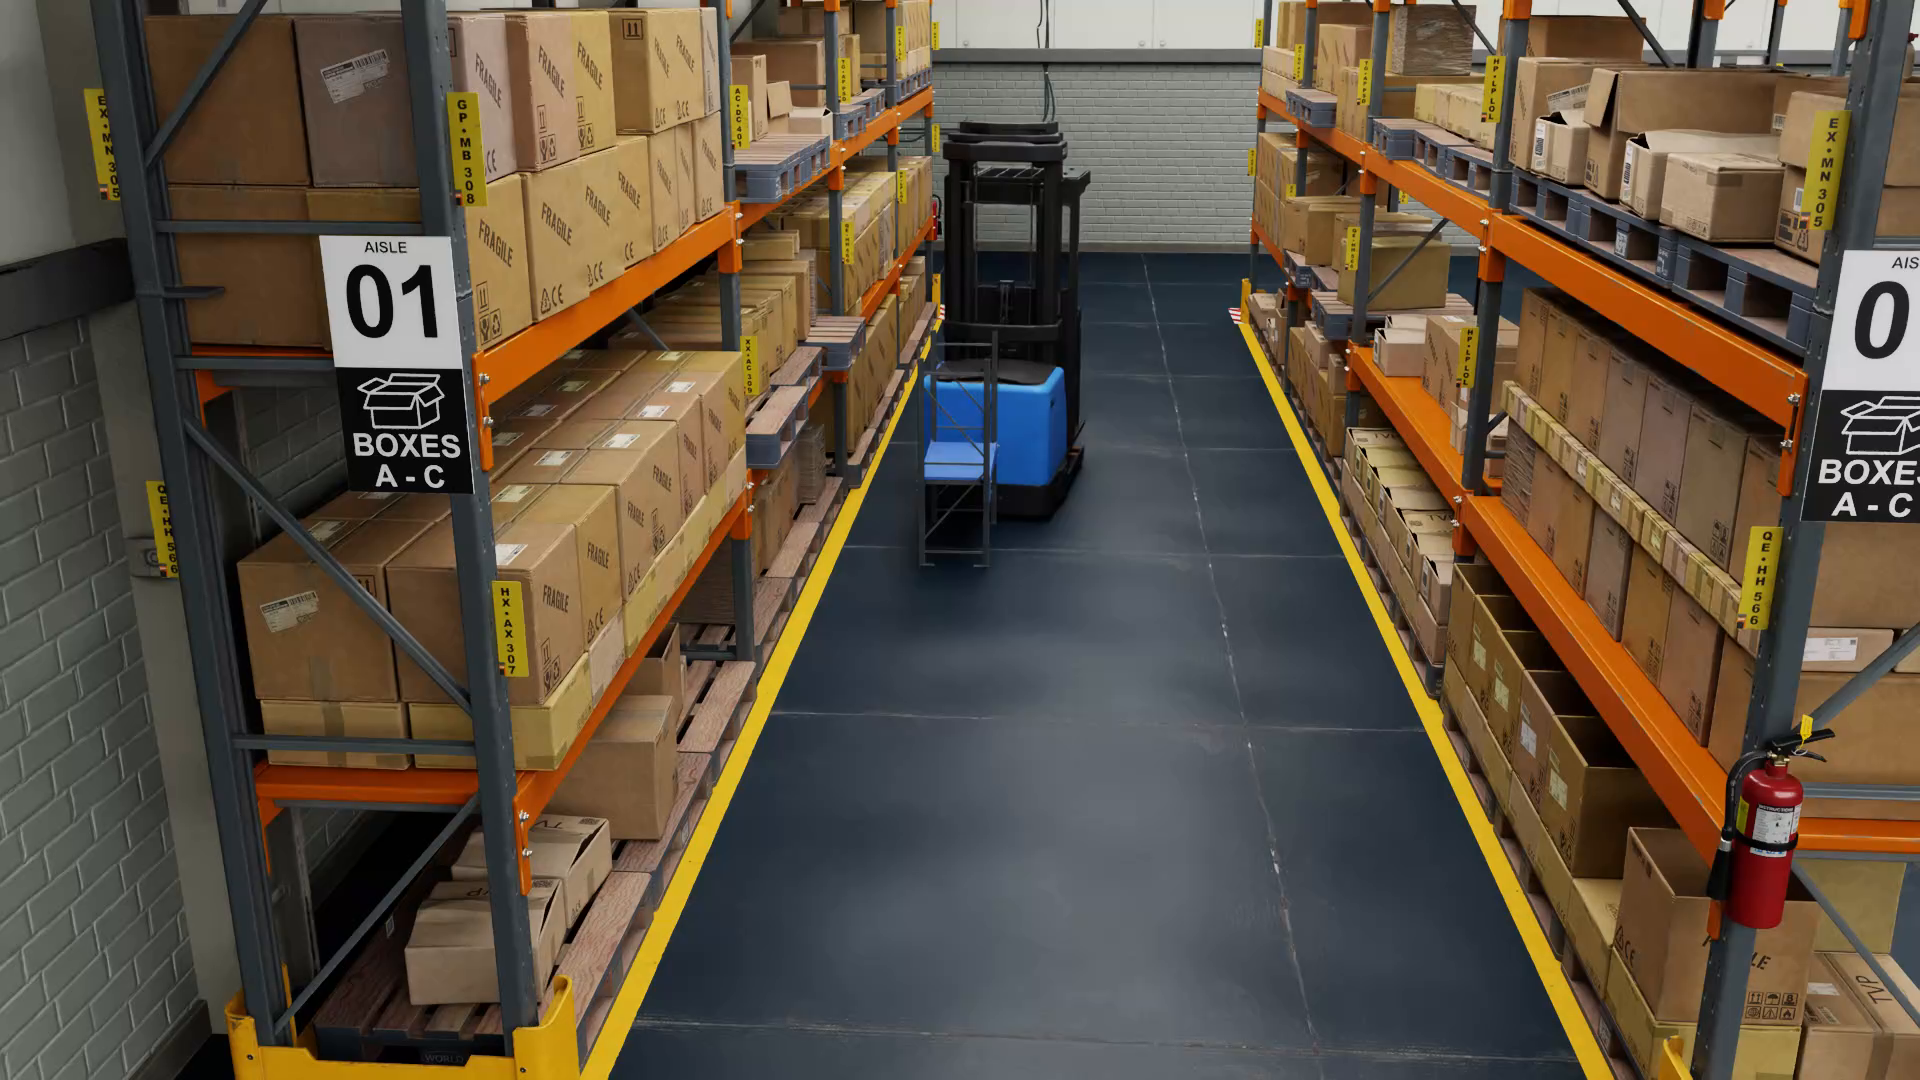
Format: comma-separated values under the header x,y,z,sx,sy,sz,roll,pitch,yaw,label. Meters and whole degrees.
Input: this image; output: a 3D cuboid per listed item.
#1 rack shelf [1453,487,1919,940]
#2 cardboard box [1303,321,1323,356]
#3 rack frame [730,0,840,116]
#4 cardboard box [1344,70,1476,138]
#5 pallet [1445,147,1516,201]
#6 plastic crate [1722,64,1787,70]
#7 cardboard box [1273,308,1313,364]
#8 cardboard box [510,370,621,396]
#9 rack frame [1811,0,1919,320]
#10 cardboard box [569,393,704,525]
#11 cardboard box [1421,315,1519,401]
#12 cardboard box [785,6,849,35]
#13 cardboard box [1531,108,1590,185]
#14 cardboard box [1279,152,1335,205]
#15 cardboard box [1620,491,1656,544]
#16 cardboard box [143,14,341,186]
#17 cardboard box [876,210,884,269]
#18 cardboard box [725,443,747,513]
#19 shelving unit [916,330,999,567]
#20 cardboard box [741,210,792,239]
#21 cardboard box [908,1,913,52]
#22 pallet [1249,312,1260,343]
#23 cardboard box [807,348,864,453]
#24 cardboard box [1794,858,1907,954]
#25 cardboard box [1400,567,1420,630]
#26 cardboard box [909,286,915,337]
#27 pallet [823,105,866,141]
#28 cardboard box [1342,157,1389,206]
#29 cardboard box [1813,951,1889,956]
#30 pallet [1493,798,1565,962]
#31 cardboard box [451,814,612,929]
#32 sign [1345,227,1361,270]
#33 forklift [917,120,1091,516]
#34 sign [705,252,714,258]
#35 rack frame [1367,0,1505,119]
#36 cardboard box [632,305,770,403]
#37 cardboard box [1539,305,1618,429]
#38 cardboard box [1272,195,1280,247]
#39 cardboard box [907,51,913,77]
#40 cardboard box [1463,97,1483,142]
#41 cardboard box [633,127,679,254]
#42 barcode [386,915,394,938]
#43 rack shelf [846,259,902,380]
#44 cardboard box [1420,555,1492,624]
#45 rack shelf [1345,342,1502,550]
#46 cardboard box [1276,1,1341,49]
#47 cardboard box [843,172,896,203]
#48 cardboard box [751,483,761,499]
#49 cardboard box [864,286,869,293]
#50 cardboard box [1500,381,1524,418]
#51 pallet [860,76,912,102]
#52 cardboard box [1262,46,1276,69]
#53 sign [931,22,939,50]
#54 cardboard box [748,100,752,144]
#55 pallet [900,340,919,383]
x,y,z,sx,sy,sz,roll,pitch,yaw,label
3.096,0.516,7.185,1.077,0.370,4.000,1,18,4,rack shelf
3.464,-1.854,15.366,0.500,0.250,0.500,1,18,4,cardboard box
-1.415,-4.649,12.160,1.000,3.000,0.127,1,18,4,rack frame
3.561,-3.457,13.177,0.910,0.500,0.500,1,18,4,cardboard box
3.290,-2.055,9.369,0.805,0.209,1.217,1,18,2,pallet
8.657,-4.989,18.115,0.504,0.338,0.767,1,18,4,plastic crate
3.571,-2.136,17.432,0.500,0.500,0.500,1,18,4,cardboard box
-1.984,-0.549,8.285,0.500,0.500,0.500,1,18,4,cardboard box
2.953,-2.055,4.243,1.000,3.000,0.127,1,18,4,rack frame
-1.504,-0.386,7.787,0.500,0.500,0.500,1,18,2,cardboard box
3.422,-1.215,11.153,0.500,0.500,0.500,0,18,1,cardboard box
-1.322,-4.809,15.393,0.500,0.250,0.500,3,18,8,cardboard box
2.902,-1.778,7.457,0.500,0.311,0.500,0,18,1,cardboard box
3.625,-3.776,17.363,0.500,0.500,0.500,1,18,3,cardboard box
2.882,-0.085,6.664,0.380,0.149,0.250,2,18,5,cardboard box
-2.218,-1.411,5.297,0.500,0.500,0.500,2,18,6,cardboard box
-0.981,-2.776,15.406,0.500,0.500,0.500,1,18,4,cardboard box
-1.433,-0.340,8.854,0.500,0.250,0.500,1,18,4,cardboard box
-0.006,-0.686,12.109,0.538,1.500,1.048,1,18,4,shelving unit
-1.641,-2.500,13.360,0.500,0.250,0.500,2,18,5,cardboard box
-0.767,-5.373,17.388,0.500,0.500,0.500,1,18,3,cardboard box
4.038,-2.577,19.950,1.003,0.211,1.213,1,18,4,pallet
-1.231,-1.202,14.052,0.750,0.750,0.750,1,18,3,cardboard box
3.247,1.229,6.391,0.500,0.500,0.500,1,18,4,cardboard box
3.018,0.368,10.224,0.500,0.250,0.500,1,18,3,cardboard box
-0.894,-2.598,18.874,0.700,0.500,0.500,2,18,5,cardboard box
-1.422,-3.335,13.271,1.213,0.211,1.003,2,18,6,pallet
4.128,-3.594,16.808,0.500,0.500,0.500,2,18,5,cardboard box
3.245,1.586,6.508,0.500,0.250,0.500,1,18,4,cardboard box
3.056,1.504,7.493,1.003,0.211,1.213,1,18,4,pallet
-1.808,1.365,7.052,0.500,0.311,0.500,3,18,8,cardboard box
2.984,-2.211,12.620,0.100,0.325,0.005,1,18,4,sign
0.465,-1.996,13.806,1.130,2.935,3.031,4,18,11,forklift
-1.969,-2.360,12.949,0.100,0.325,0.005,1,18,4,sign
3.526,-4.540,11.826,1.000,3.000,0.127,1,18,4,rack frame
-1.584,-1.143,10.228,0.700,0.500,0.500,3,18,10,cardboard box
3.179,-0.816,7.851,0.700,0.500,0.500,1,18,4,cardboard box
3.663,-3.460,18.003,0.500,0.500,0.500,2,18,5,cardboard box
-0.765,-5.009,17.480,0.500,0.250,0.500,1,18,3,cardboard box
3.438,-2.593,10.268,0.500,0.250,0.500,0,18,-1,cardboard box
-1.542,-1.546,7.315,0.500,0.500,0.500,1,18,2,cardboard box
-2.247,1.523,6.554,0.001,0.075,0.075,1,18,4,barcode
-1.271,-2.078,15.102,1.077,0.370,4.000,1,18,4,rack shelf
2.983,0.262,9.648,0.500,0.311,0.500,1,18,4,cardboard box
3.383,-0.726,10.977,1.077,0.370,4.000,1,18,4,rack shelf
3.959,-5.808,18.749,0.700,0.500,0.500,1,18,4,cardboard box
-0.906,-3.445,16.244,0.500,0.250,0.500,2,18,5,cardboard box
-1.604,-0.461,11.117,0.500,0.250,0.500,1,18,2,cardboard box
-1.035,-2.344,15.130,0.380,0.149,0.250,2,18,6,cardboard box
3.027,-0.723,8.611,0.380,0.149,0.250,1,18,4,cardboard box
-1.059,-4.678,17.207,1.003,0.211,1.213,1,18,4,pallet
3.803,-5.612,19.352,0.500,0.250,0.500,1,18,4,cardboard box
-0.301,-6.075,20.034,0.100,0.325,0.005,1,18,4,sign
-1.538,-2.498,9.881,0.500,0.311,0.500,2,18,6,cardboard box
-0.996,-1.950,18.035,1.003,0.211,1.213,1,18,4,pallet
